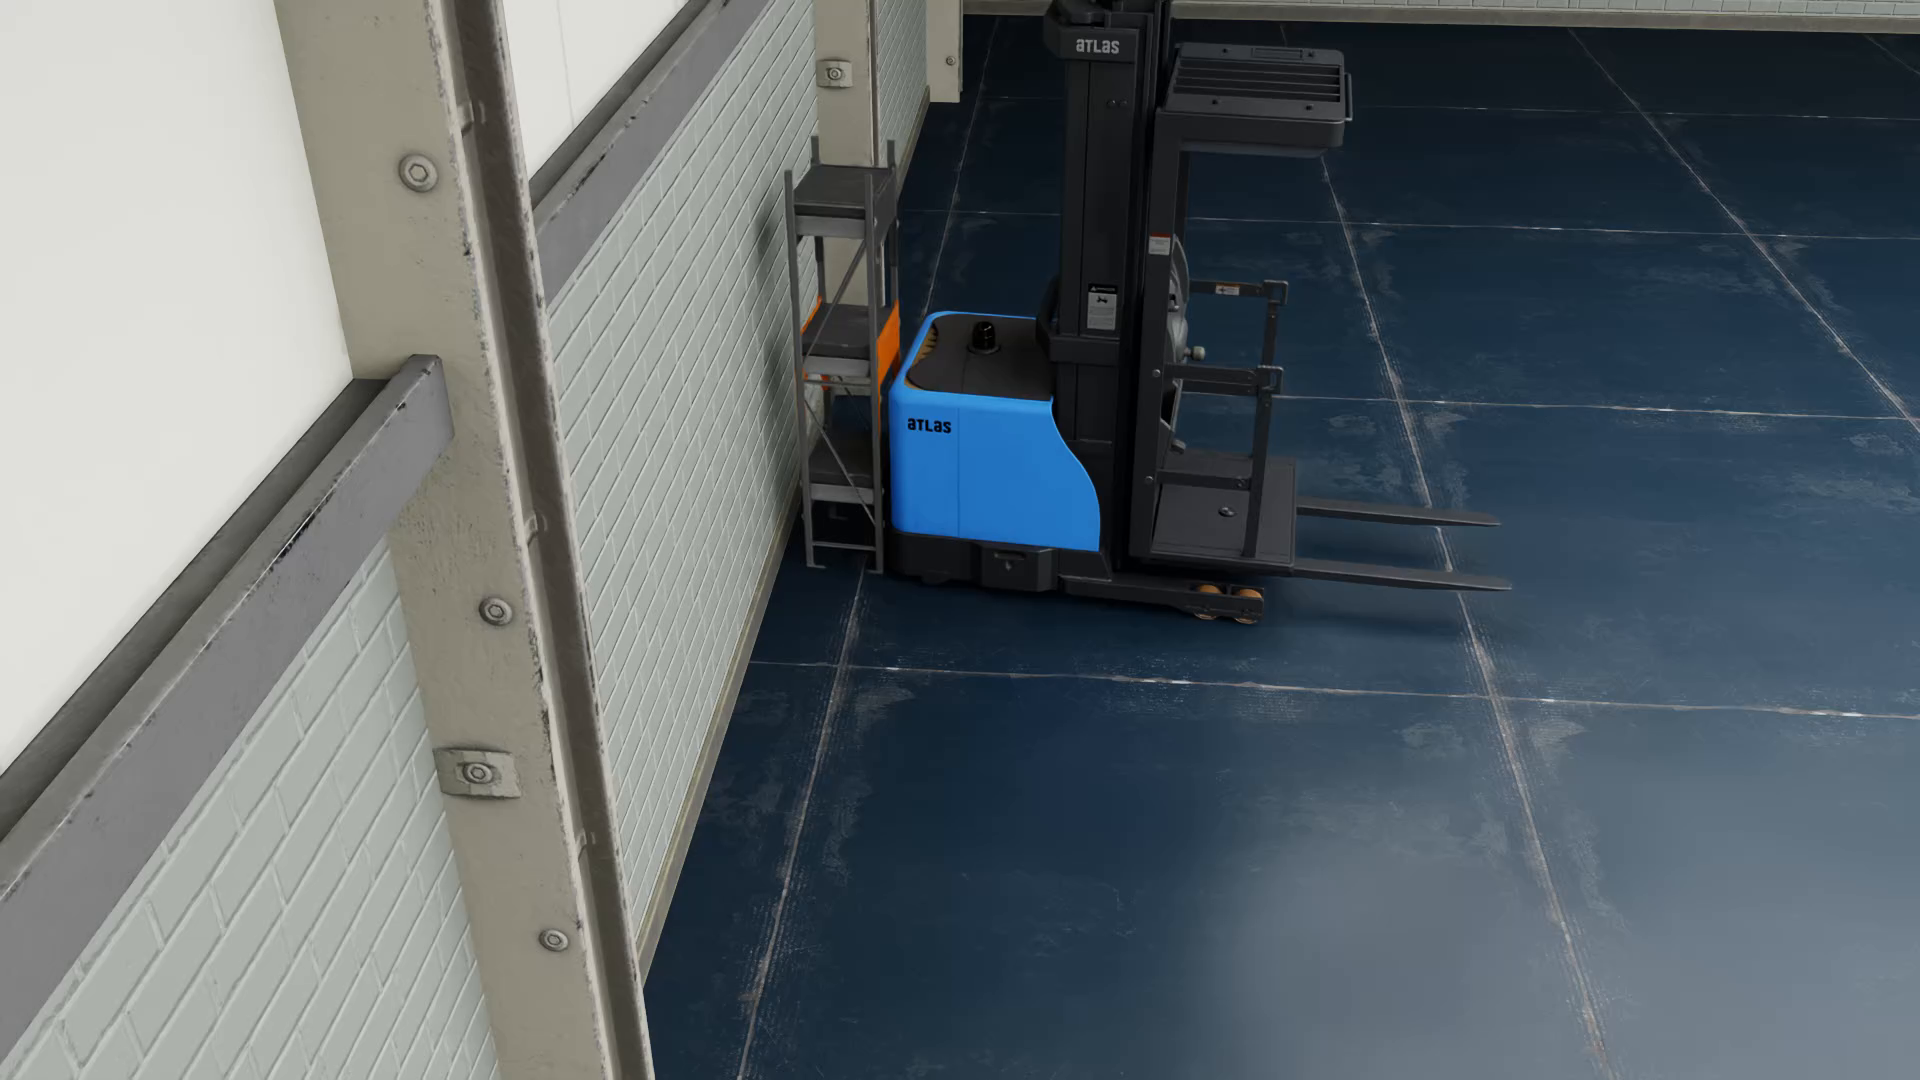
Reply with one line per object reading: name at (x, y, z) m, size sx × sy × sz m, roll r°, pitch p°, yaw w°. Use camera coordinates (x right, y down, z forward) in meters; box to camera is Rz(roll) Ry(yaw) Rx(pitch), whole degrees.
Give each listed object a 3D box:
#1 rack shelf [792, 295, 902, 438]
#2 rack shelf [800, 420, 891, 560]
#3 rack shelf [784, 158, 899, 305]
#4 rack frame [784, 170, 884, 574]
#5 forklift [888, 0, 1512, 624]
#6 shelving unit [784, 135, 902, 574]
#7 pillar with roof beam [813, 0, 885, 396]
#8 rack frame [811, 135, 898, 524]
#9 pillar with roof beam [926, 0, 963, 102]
rack shelf at (-0.545, -0.855, 8.163) m, size 0.431 × 0.518 × 0.480 m, roll 5°, pitch 32°, yaw 8°
rack shelf at (-0.545, -0.259, 8.530) m, size 0.431 × 0.518 × 0.480 m, roll 5°, pitch 32°, yaw 8°
rack shelf at (-0.545, -1.451, 7.795) m, size 0.431 × 0.518 × 0.480 m, roll 5°, pitch 32°, yaw 8°
rack frame at (-0.587, -0.741, 7.951) m, size 0.400 × 2.100 × 0.015 m, roll 5°, pitch 32°, yaw 8°
forklift at (1.213, -1.145, 7.814) m, size 3.031 × 2.935 × 1.130 m, roll 6°, pitch 32°, yaw 9°
shelving unit at (-0.545, -0.867, 8.155) m, size 0.431 × 2.100 × 0.503 m, roll 5°, pitch 32°, yaw 8°
pillar with roof beam at (3.658, -4.638, 7.699) m, size 9.100 × 9.000 × 0.400 m, roll 2°, pitch 32°, yaw 4°
rack frame at (-0.503, -0.993, 8.360) m, size 0.400 × 2.100 × 0.015 m, roll 5°, pitch 32°, yaw 8°
pillar with roof beam at (4.146, -7.776, 12.790) m, size 9.100 × 9.000 × 0.400 m, roll 2°, pitch 32°, yaw 4°
